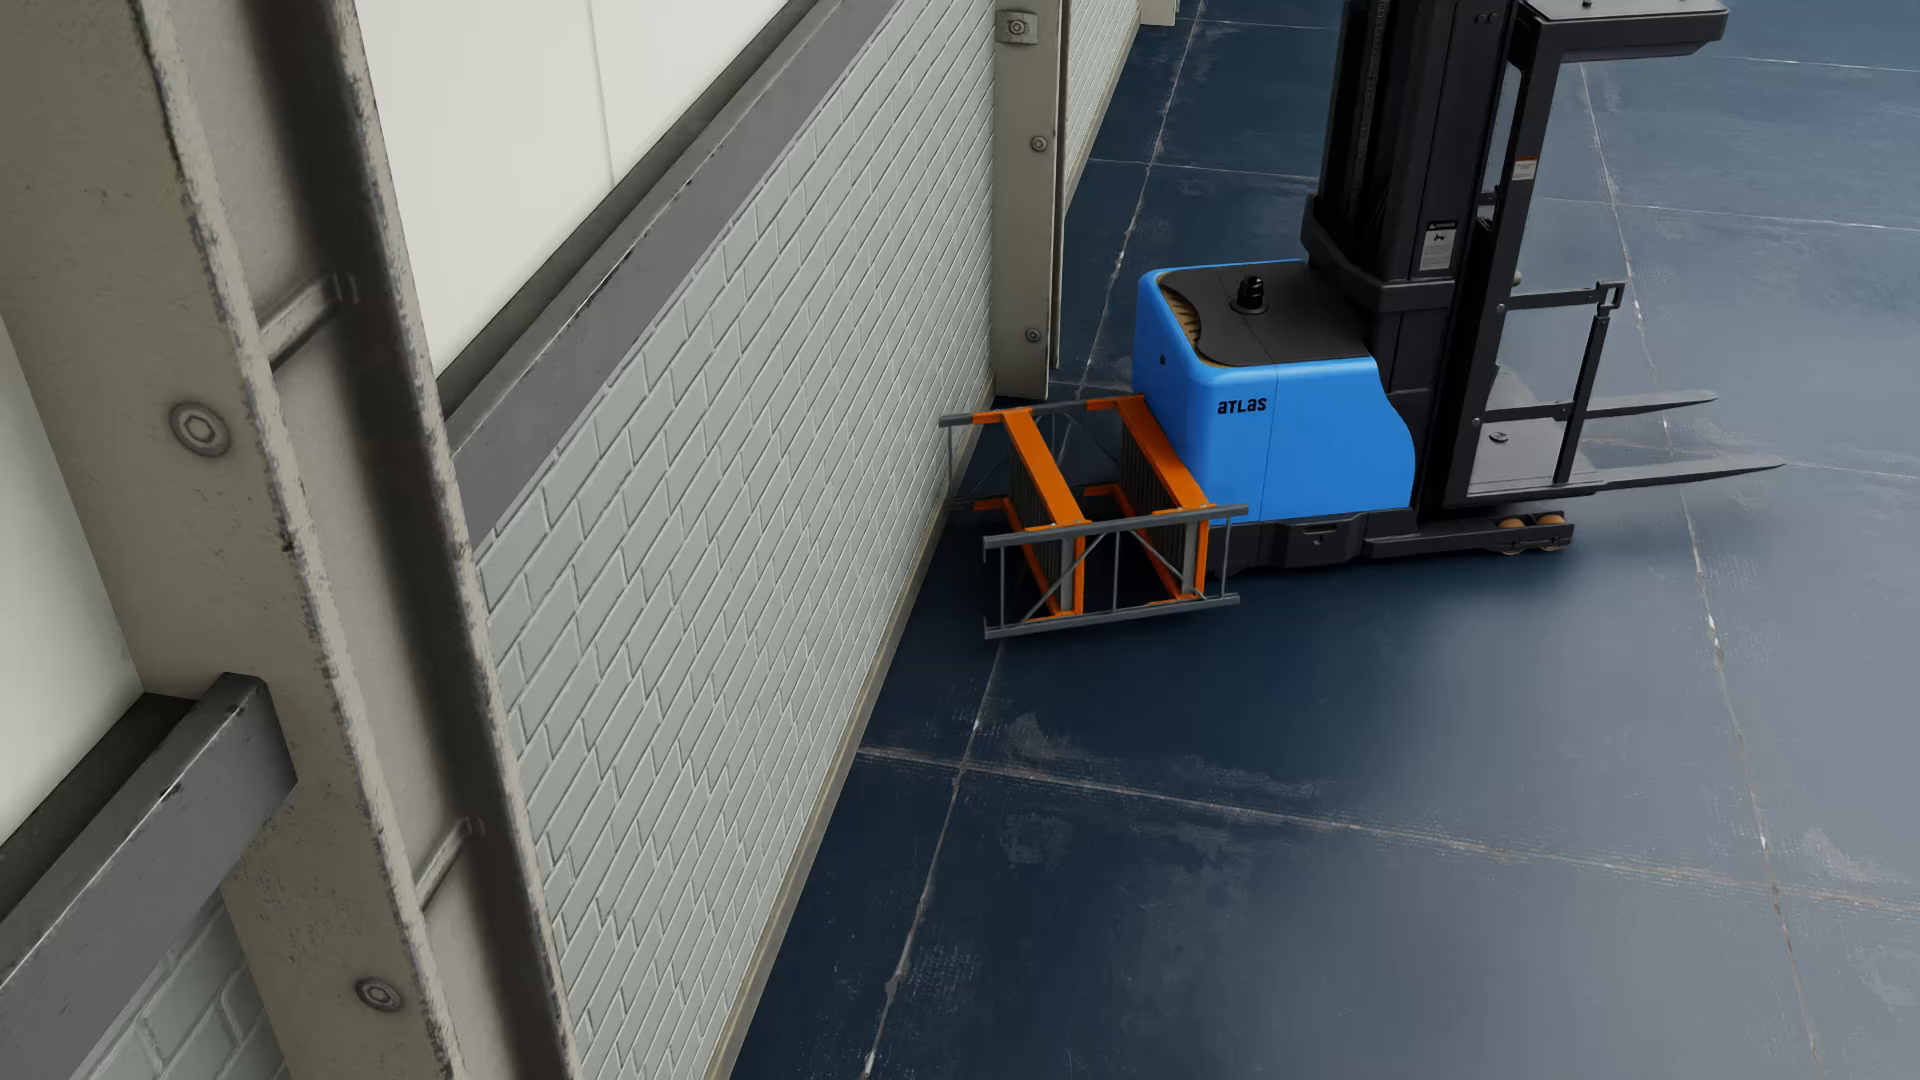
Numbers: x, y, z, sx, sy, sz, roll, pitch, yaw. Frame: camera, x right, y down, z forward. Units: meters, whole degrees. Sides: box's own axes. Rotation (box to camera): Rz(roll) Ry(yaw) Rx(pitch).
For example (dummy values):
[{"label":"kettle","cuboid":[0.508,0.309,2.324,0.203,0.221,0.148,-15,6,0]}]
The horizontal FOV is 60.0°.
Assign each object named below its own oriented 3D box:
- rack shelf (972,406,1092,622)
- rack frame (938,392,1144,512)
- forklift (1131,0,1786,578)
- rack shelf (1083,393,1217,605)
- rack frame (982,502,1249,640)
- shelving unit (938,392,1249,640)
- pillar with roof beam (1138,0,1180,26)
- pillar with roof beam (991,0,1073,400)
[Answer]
[{"label":"rack shelf","cuboid":[0.299,-0.110,7.306,0.278,0.538,1.000,-7,34,-10]},{"label":"rack frame","cuboid":[0.429,-0.413,7.764,1.125,0.500,0.032,-7,34,-10]},{"label":"forklift","cuboid":[2.367,-1.420,7.212,3.031,2.935,1.130,-5,36,-7]},{"label":"rack shelf","cuboid":[0.824,-0.178,7.399,0.278,0.538,1.000,-7,34,-10]},{"label":"rack frame","cuboid":[0.646,0.131,6.933,1.125,0.500,0.032,-7,34,-10]},{"label":"shelving unit","cuboid":[0.538,-0.141,7.348,1.125,0.538,1.048,-7,34,-10]},{"label":"pillar with roof beam","cuboid":[5.832,-7.412,10.308,9.100,9.000,0.400,7,37,10]},{"label":"pillar with roof beam","cuboid":[4.551,-3.972,5.562,9.100,9.000,0.400,7,37,10]}]
